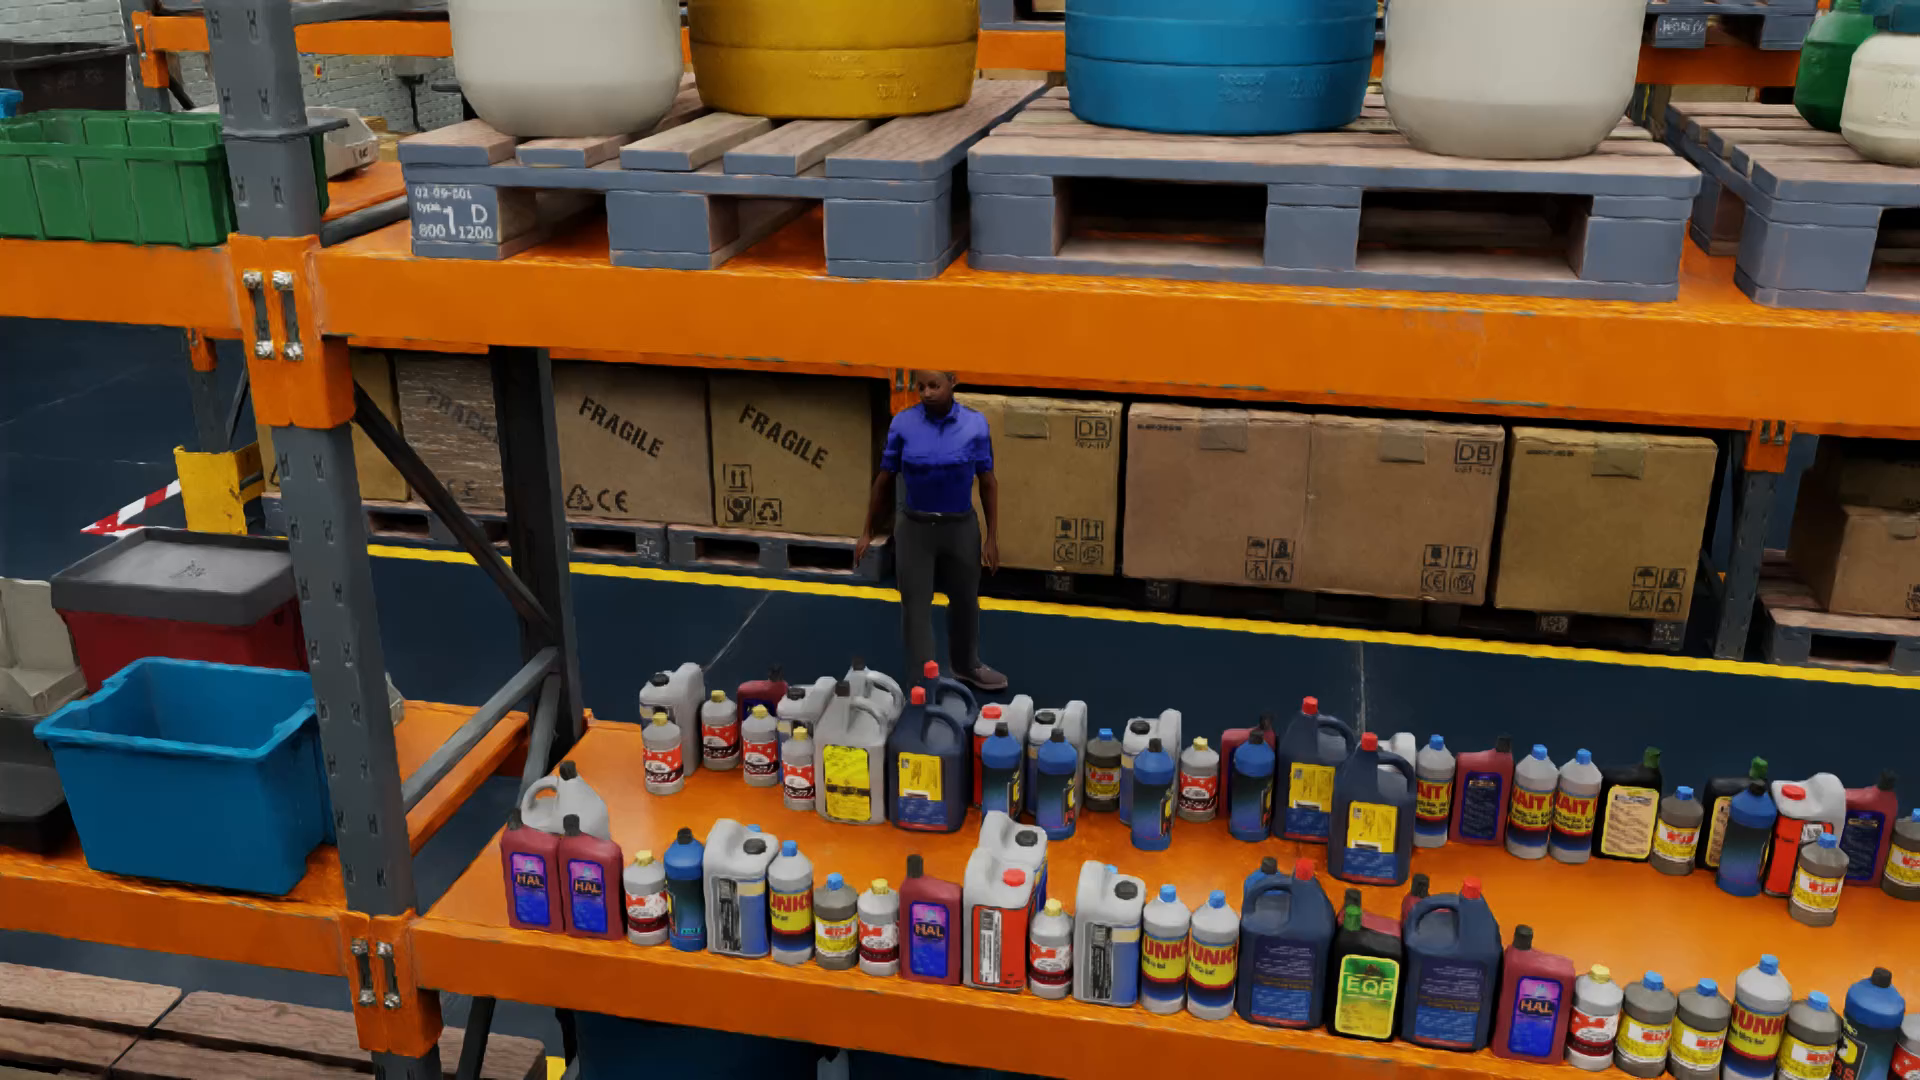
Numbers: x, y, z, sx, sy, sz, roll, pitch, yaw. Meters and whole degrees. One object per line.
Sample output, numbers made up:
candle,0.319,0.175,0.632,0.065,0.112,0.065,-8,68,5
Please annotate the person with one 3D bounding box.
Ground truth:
person,-0.112,-0.019,7.129,0.687,1.645,0.622,-2,22,-4
